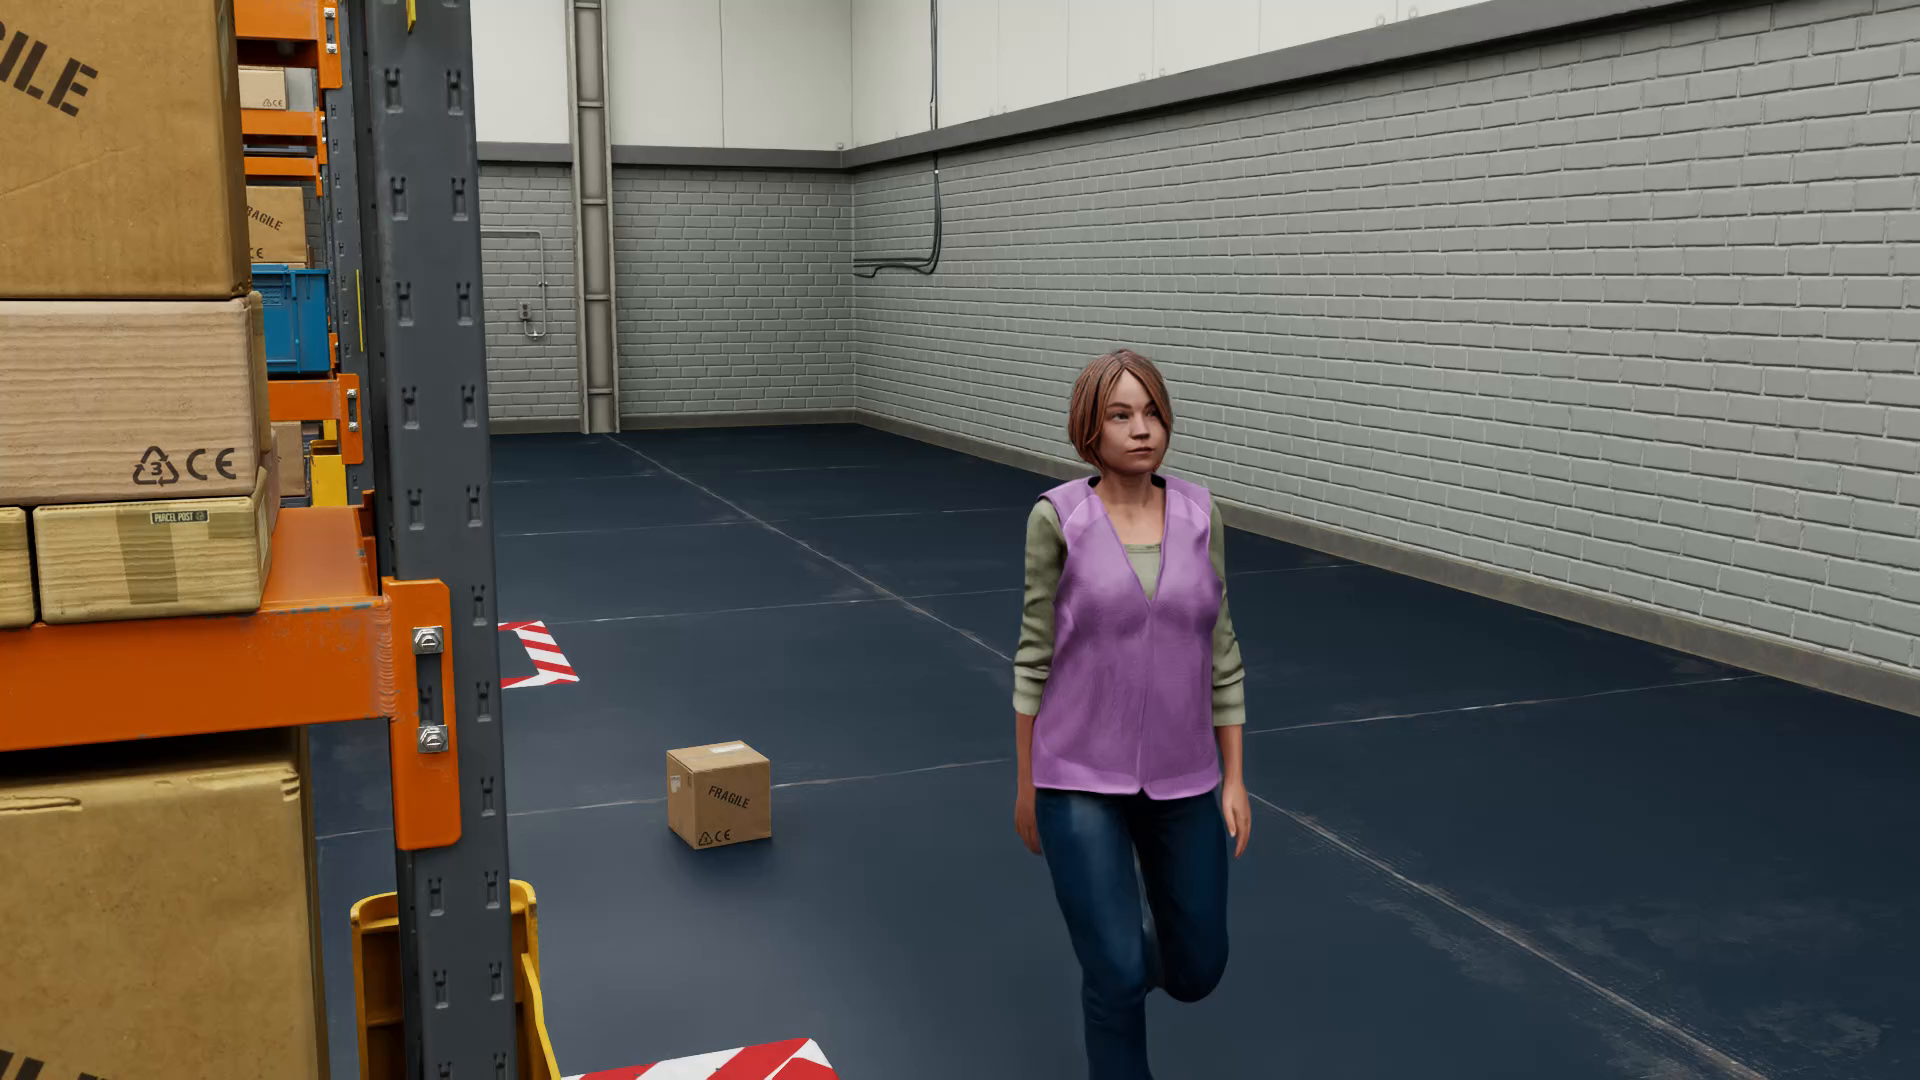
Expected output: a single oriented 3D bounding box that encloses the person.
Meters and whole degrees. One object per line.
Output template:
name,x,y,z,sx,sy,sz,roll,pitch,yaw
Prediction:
person,0.306,0.431,3.088,0.428,1.568,0.679,-2,9,-11
